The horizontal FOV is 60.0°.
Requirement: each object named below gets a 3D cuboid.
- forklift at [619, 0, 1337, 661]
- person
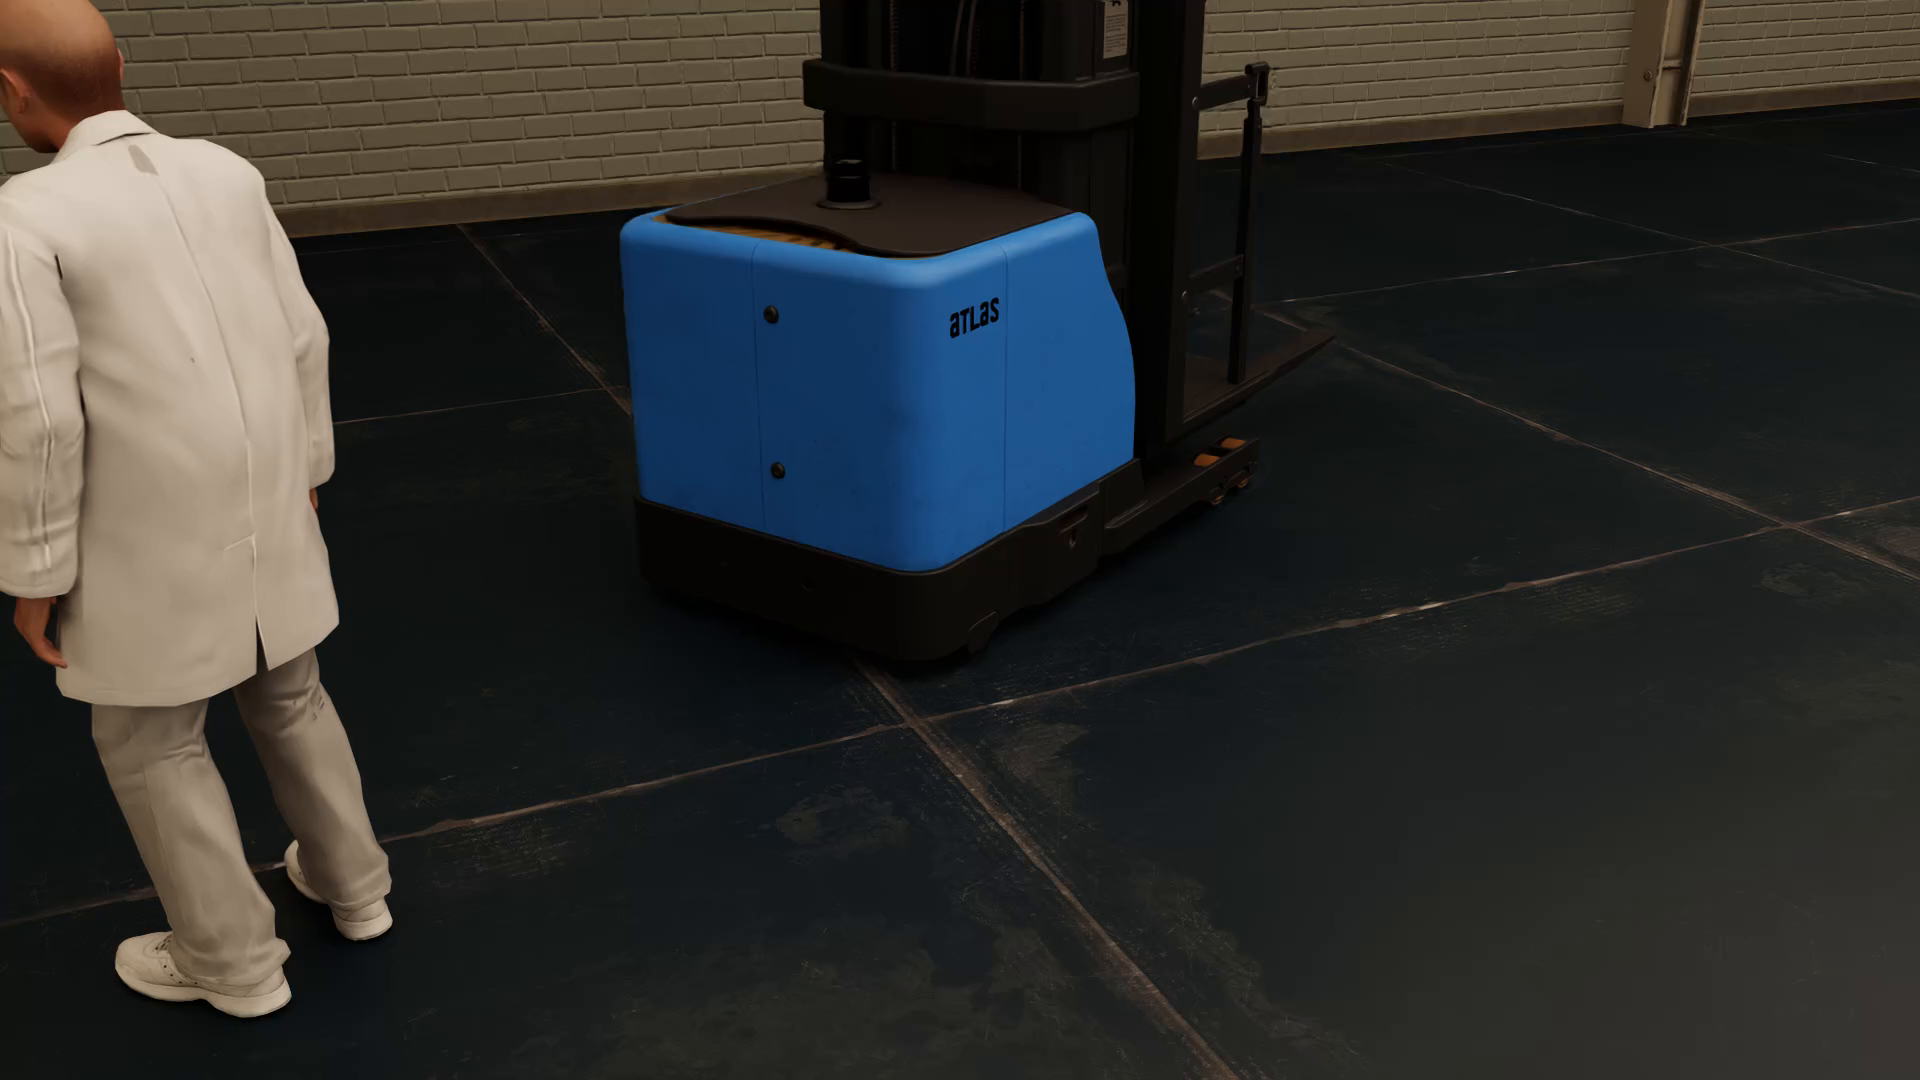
[{"bbox_3d":[0.341,-1.558,5.036,1.130,2.935,3.031,15,27,31],"label":"forklift"},{"bbox_3d":[-1.330,-0.015,2.833,0.430,1.772,0.646,12,25,26],"label":"person"}]
